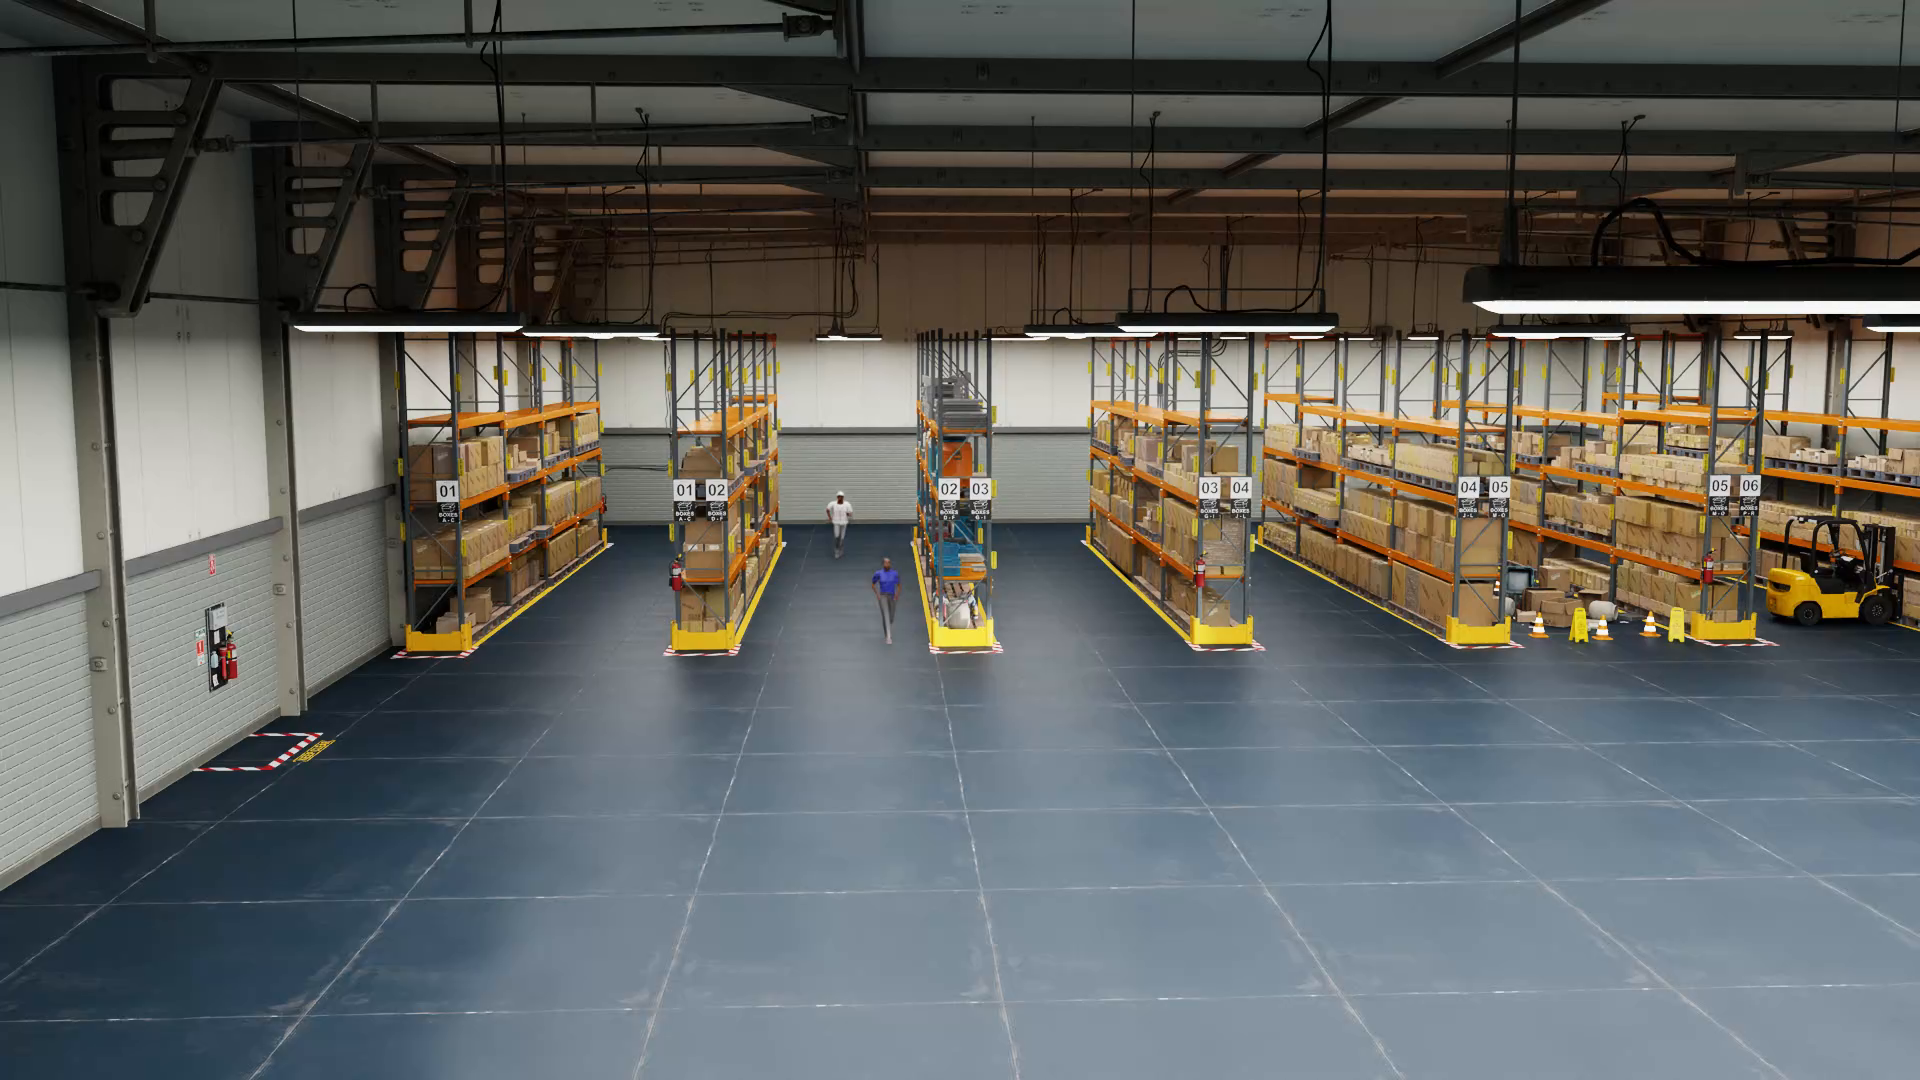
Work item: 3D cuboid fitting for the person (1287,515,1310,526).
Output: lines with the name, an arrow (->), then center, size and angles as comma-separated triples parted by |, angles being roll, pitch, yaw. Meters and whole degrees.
person -> 9.958, -0.937, 49.252 | 0.896, 1.742, 0.677 | 0, 7, -2

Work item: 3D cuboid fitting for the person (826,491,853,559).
person -> -3.215, -0.403, 44.656 | 0.672, 1.824, 0.766 | -1, 7, -12

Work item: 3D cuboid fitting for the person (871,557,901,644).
person -> -1.420, 1.145, 32.133 | 0.593, 1.646, 0.722 | -2, 7, -15
